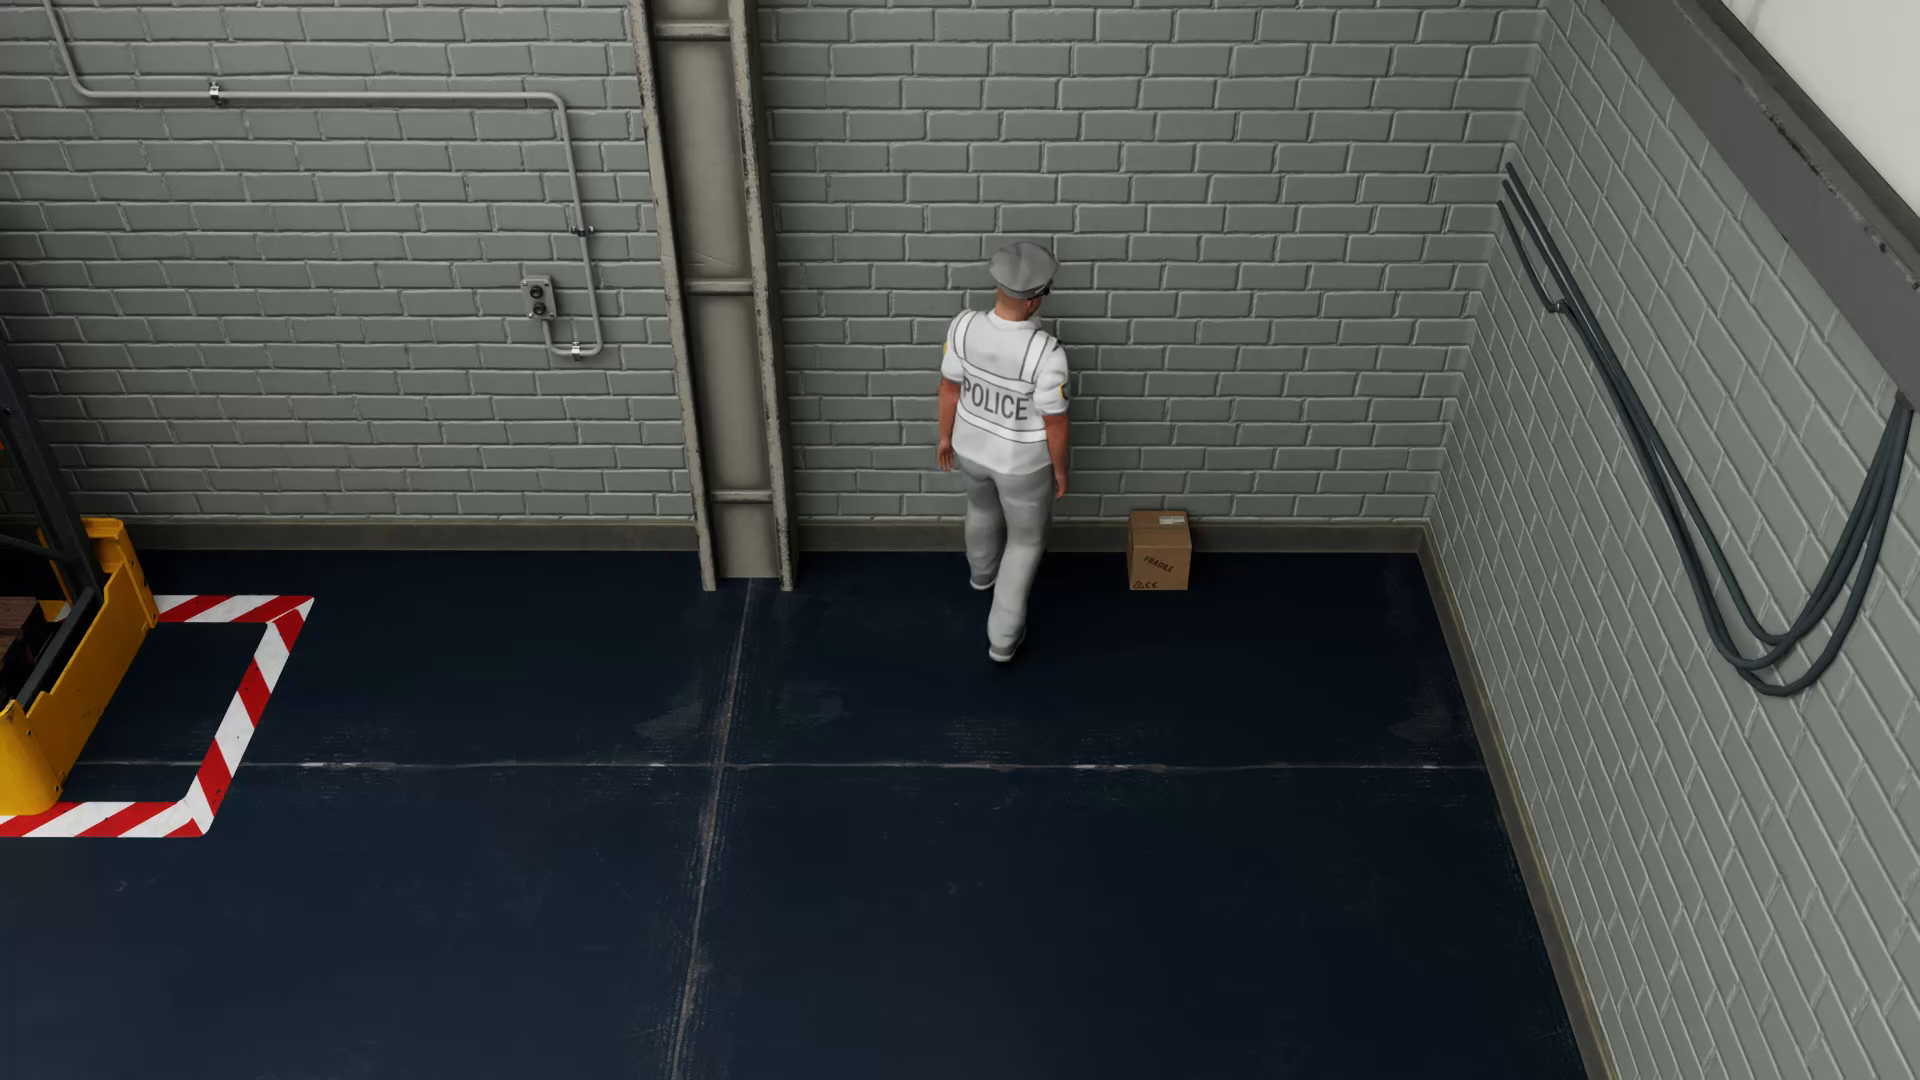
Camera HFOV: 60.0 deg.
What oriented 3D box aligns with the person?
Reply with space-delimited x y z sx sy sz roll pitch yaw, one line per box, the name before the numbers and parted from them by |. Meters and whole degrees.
person | 0.197 -0.377 6.597 0.563 1.734 0.708 23 44 25
